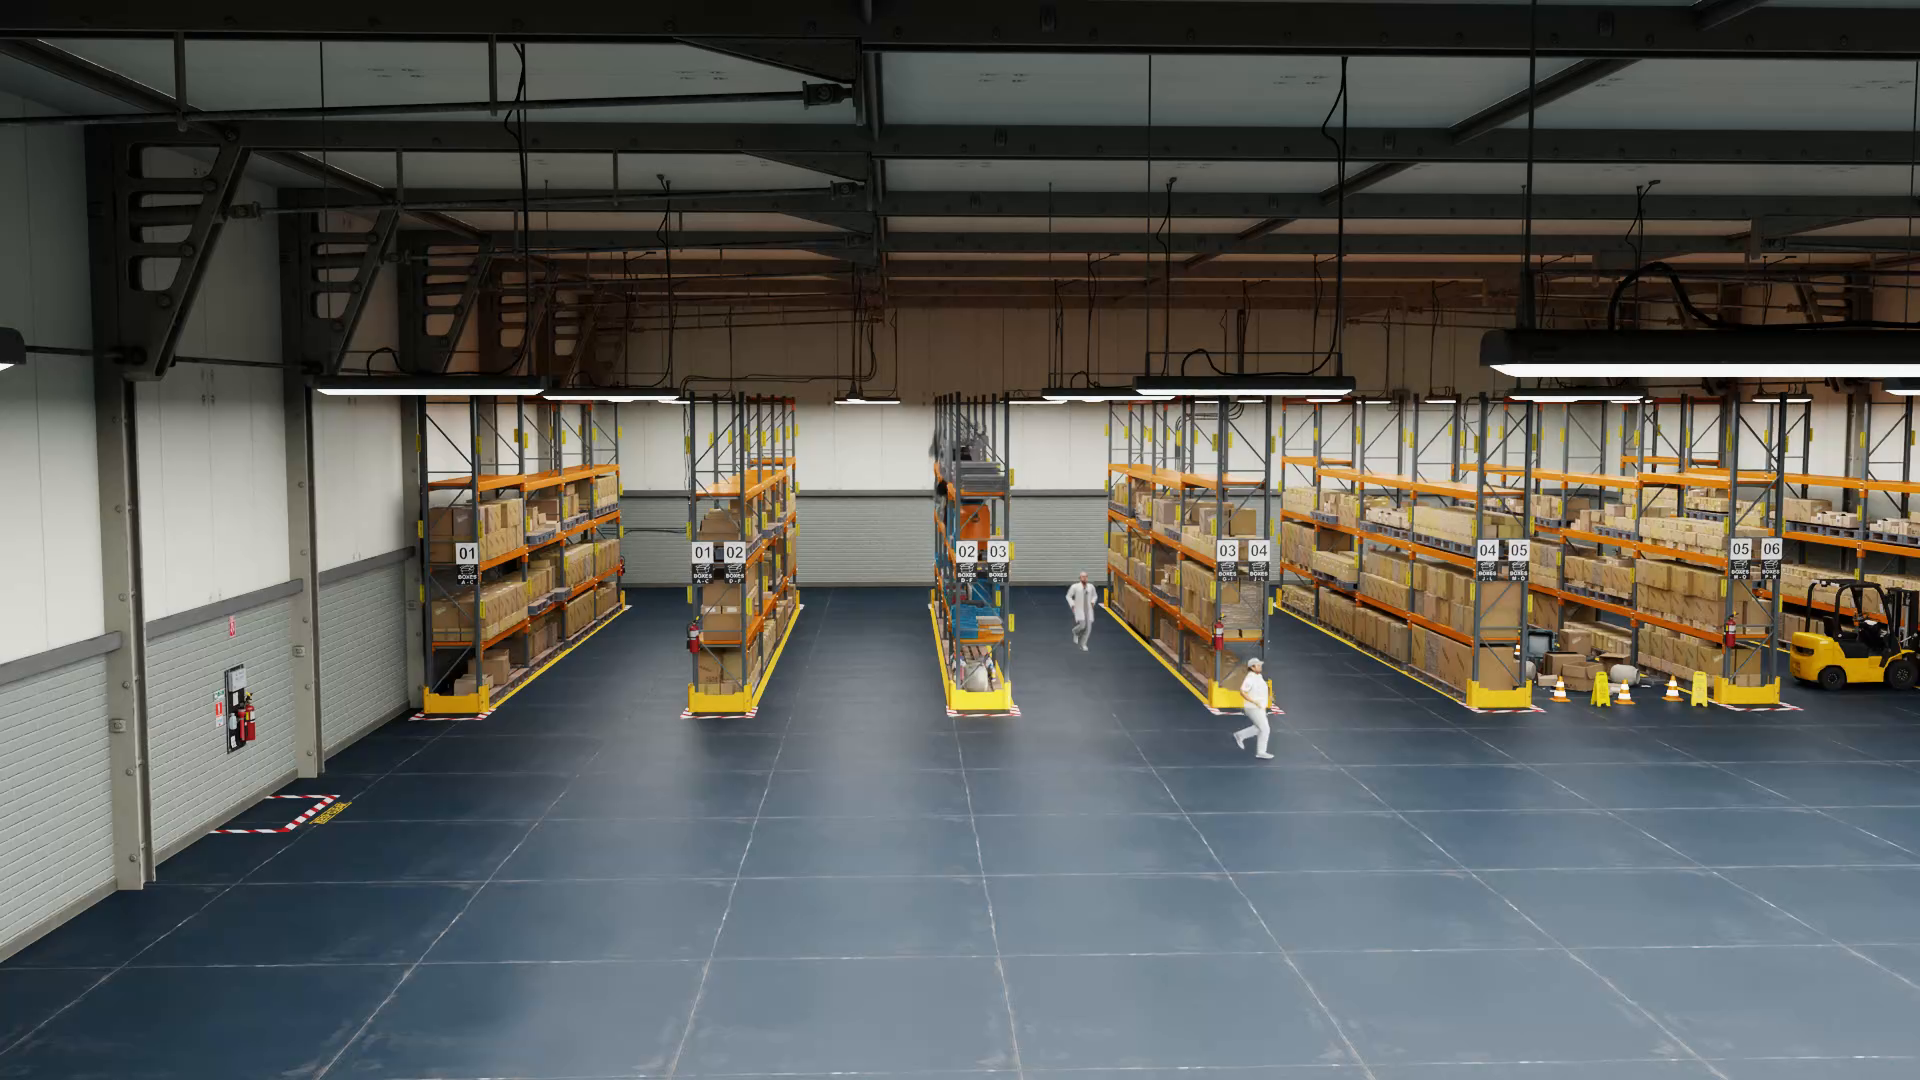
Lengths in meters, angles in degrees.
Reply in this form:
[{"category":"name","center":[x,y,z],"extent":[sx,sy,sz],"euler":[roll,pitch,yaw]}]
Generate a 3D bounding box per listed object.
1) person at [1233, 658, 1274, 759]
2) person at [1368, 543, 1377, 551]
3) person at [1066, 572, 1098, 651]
[{"category":"person","center":[4.792,2.736,27.171],"extent":[0.727,1.624,0.615],"euler":[2,5,27]},{"category":"person","center":[12.182,0.947,49.046],"extent":[0.862,1.739,0.570],"euler":[0,5,1]},{"category":"person","center":[2.763,1.689,37.153],"extent":[0.710,1.551,0.571],"euler":[-1,5,-16]}]
